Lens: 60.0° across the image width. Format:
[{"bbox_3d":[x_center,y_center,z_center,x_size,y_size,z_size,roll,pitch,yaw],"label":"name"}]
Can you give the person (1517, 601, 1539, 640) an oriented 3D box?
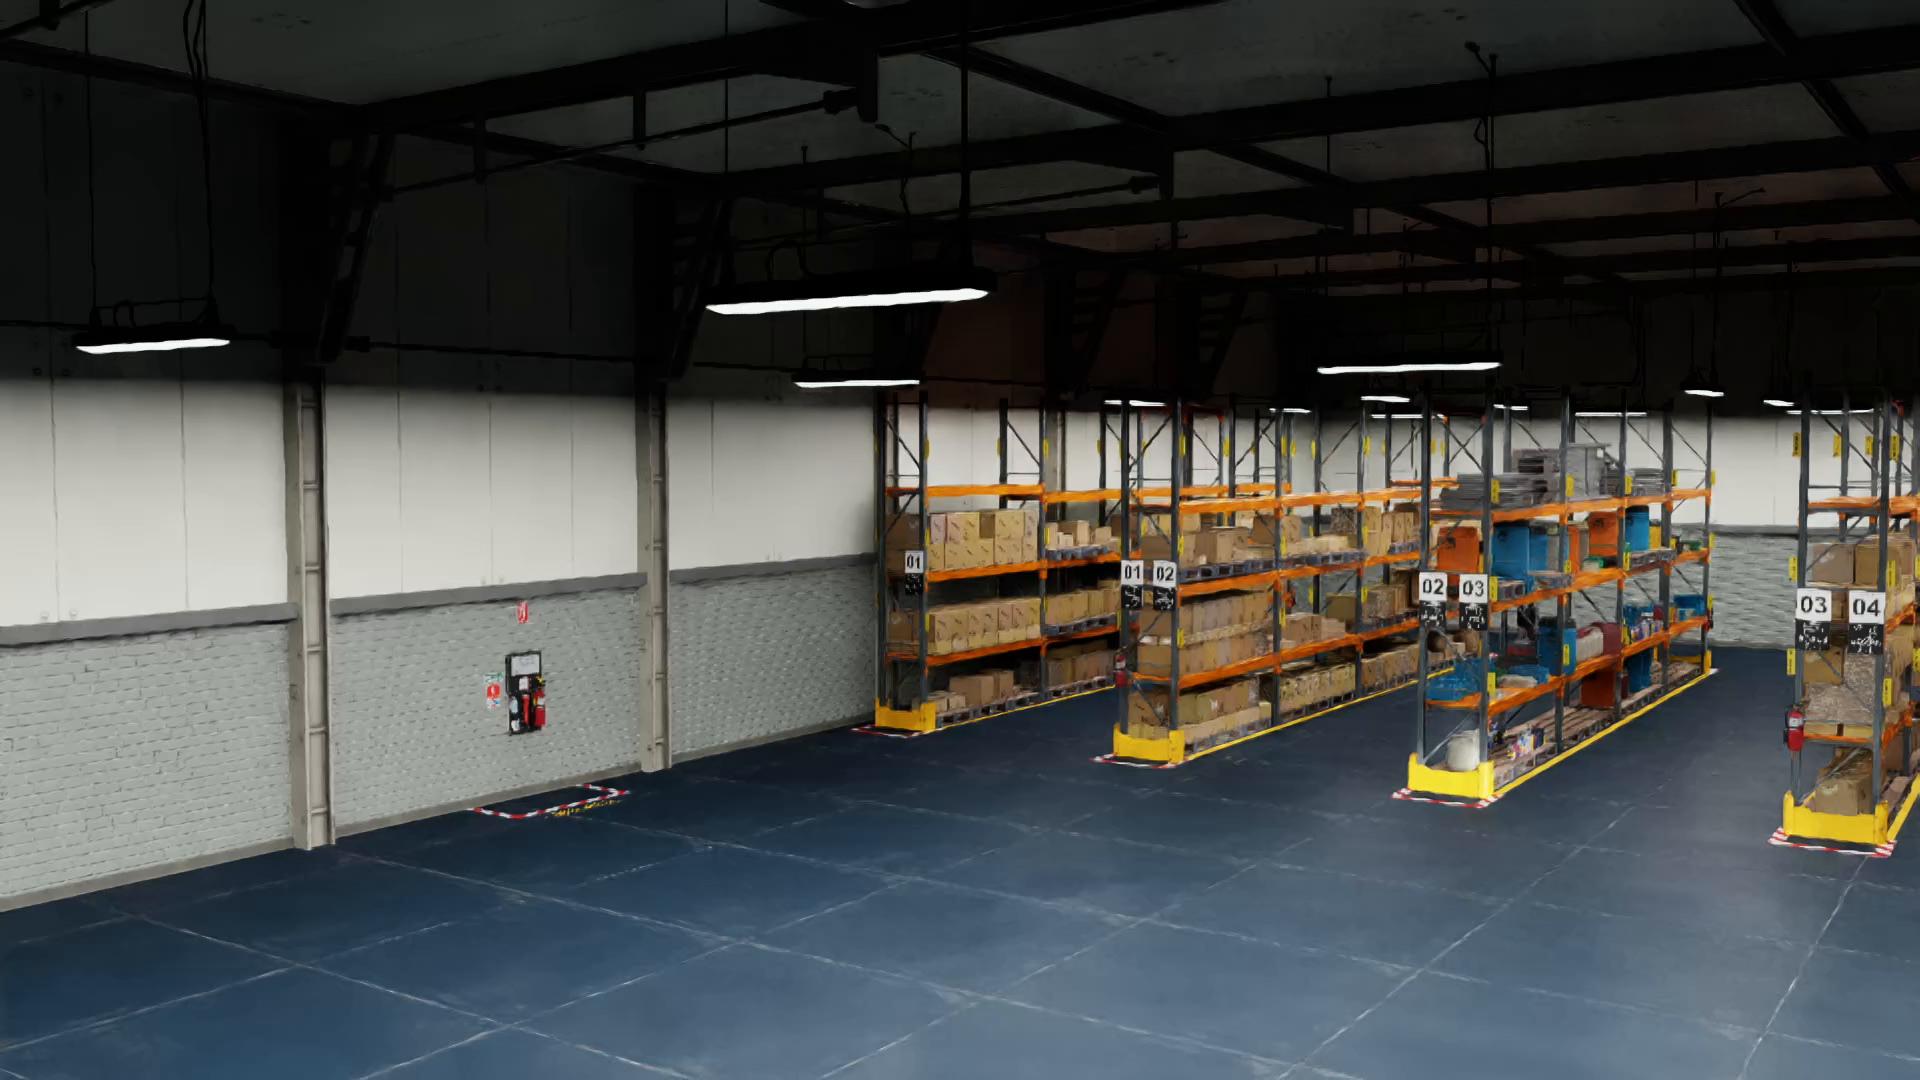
[{"bbox_3d":[13.292,2.010,38.937,0.555,1.669,1.029,2,4,33],"label":"person"}]
